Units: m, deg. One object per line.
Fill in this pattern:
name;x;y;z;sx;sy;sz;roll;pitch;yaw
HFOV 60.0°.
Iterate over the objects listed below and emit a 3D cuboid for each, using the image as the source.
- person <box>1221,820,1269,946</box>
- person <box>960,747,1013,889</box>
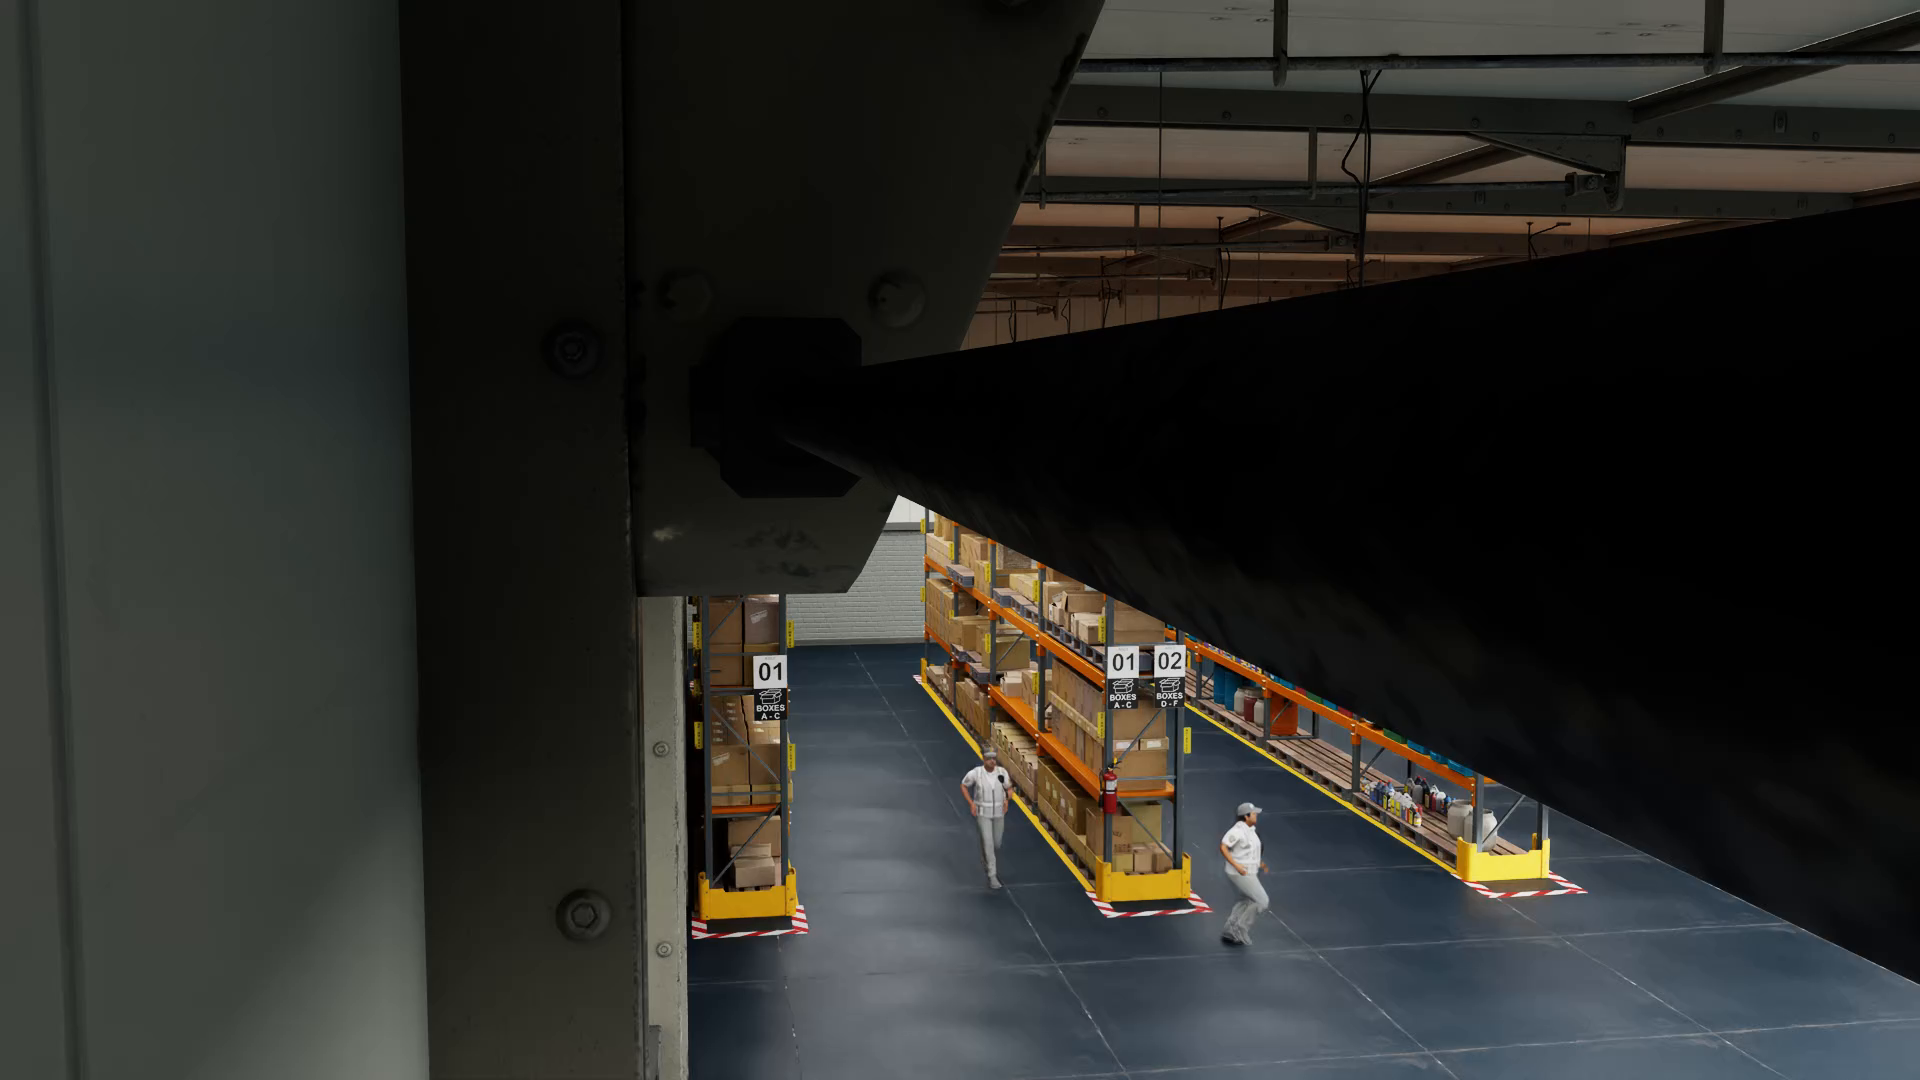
person;3.300;3.934;19.116;0.591;1.431;0.582;2;6;26
person;0.375;3.559;21.643;0.676;1.780;0.895;-2;5;-17
